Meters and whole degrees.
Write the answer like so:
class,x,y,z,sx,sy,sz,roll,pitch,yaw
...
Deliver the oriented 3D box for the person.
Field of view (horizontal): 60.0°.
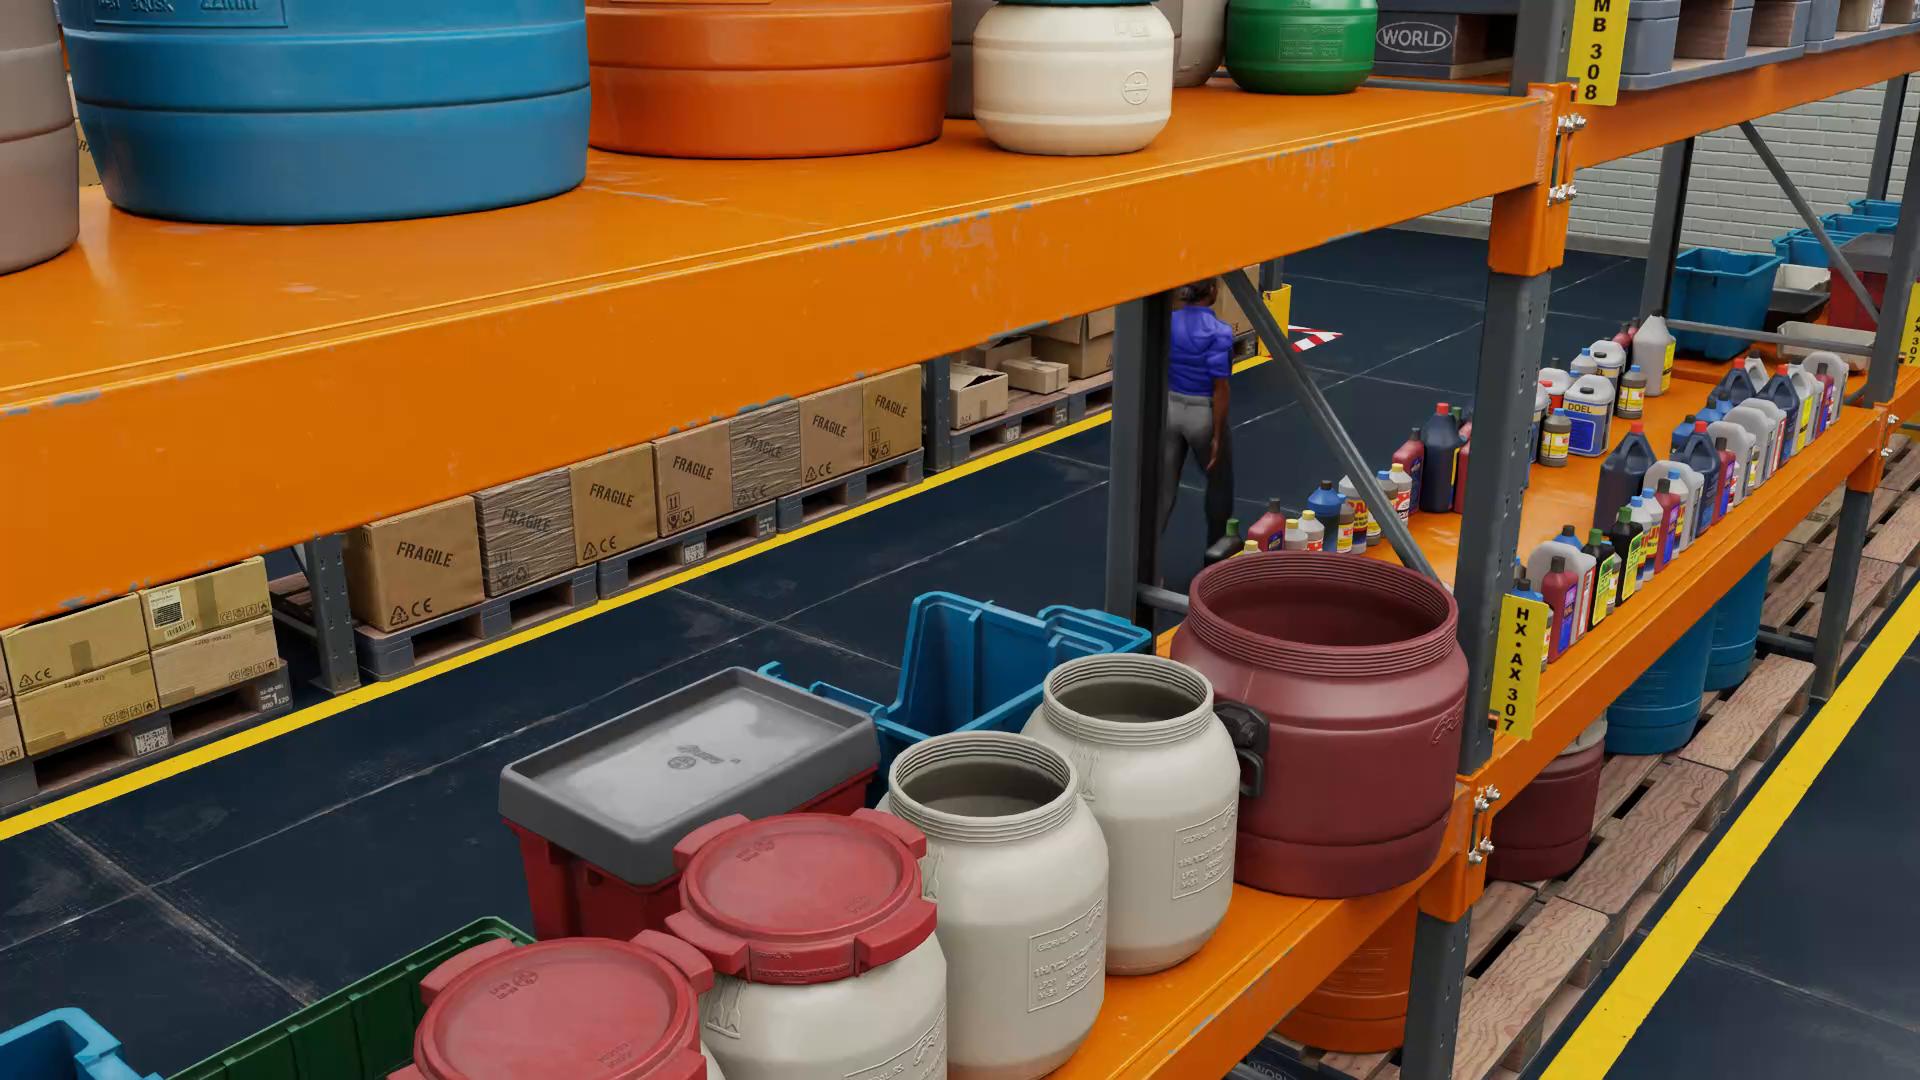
class,x,y,z,sx,sy,sz,roll,pitch,yaw
person,1.140,-0.586,8.140,0.452,1.596,1.017,11,23,26
